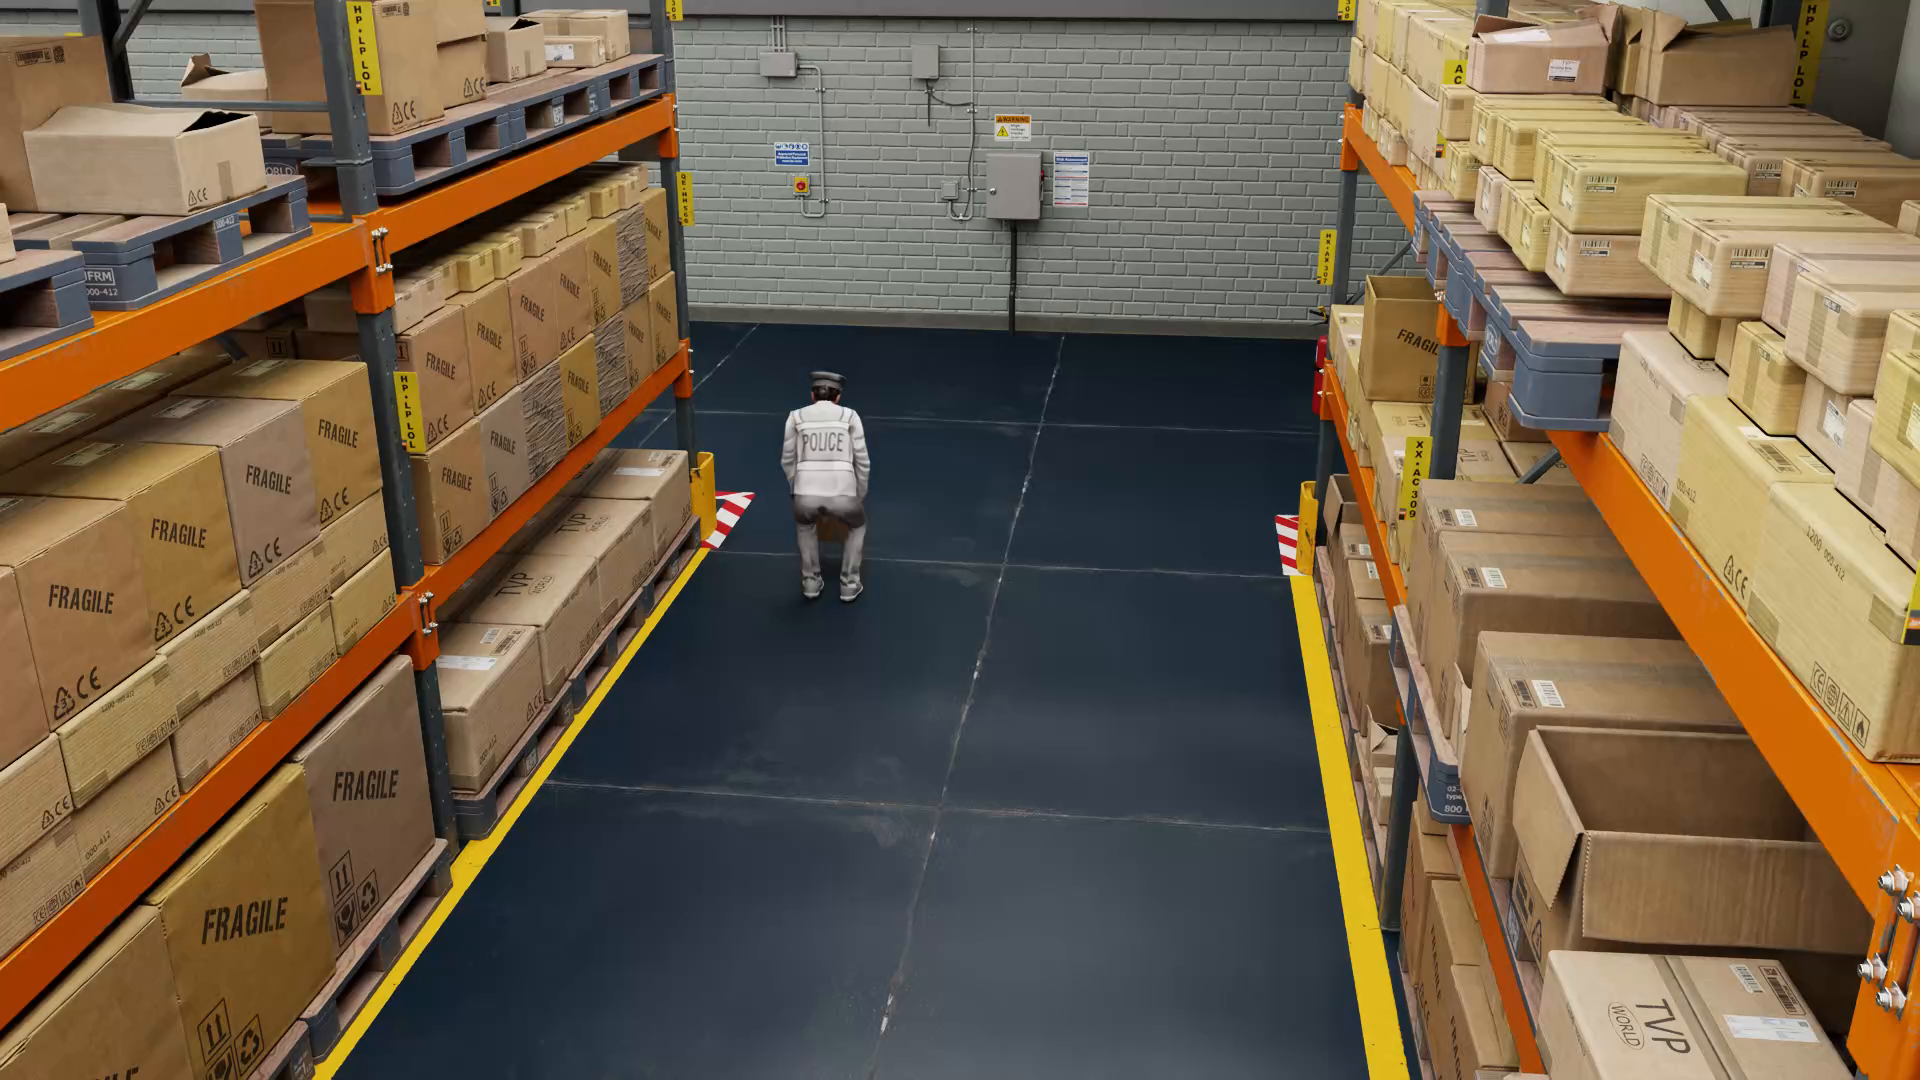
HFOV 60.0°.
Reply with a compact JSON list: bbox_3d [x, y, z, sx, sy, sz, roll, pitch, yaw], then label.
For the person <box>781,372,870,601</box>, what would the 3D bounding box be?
[{"bbox_3d":[-0.806,-0.313,9.867,0.534,1.322,0.736,2,21,5],"label":"person"}]
